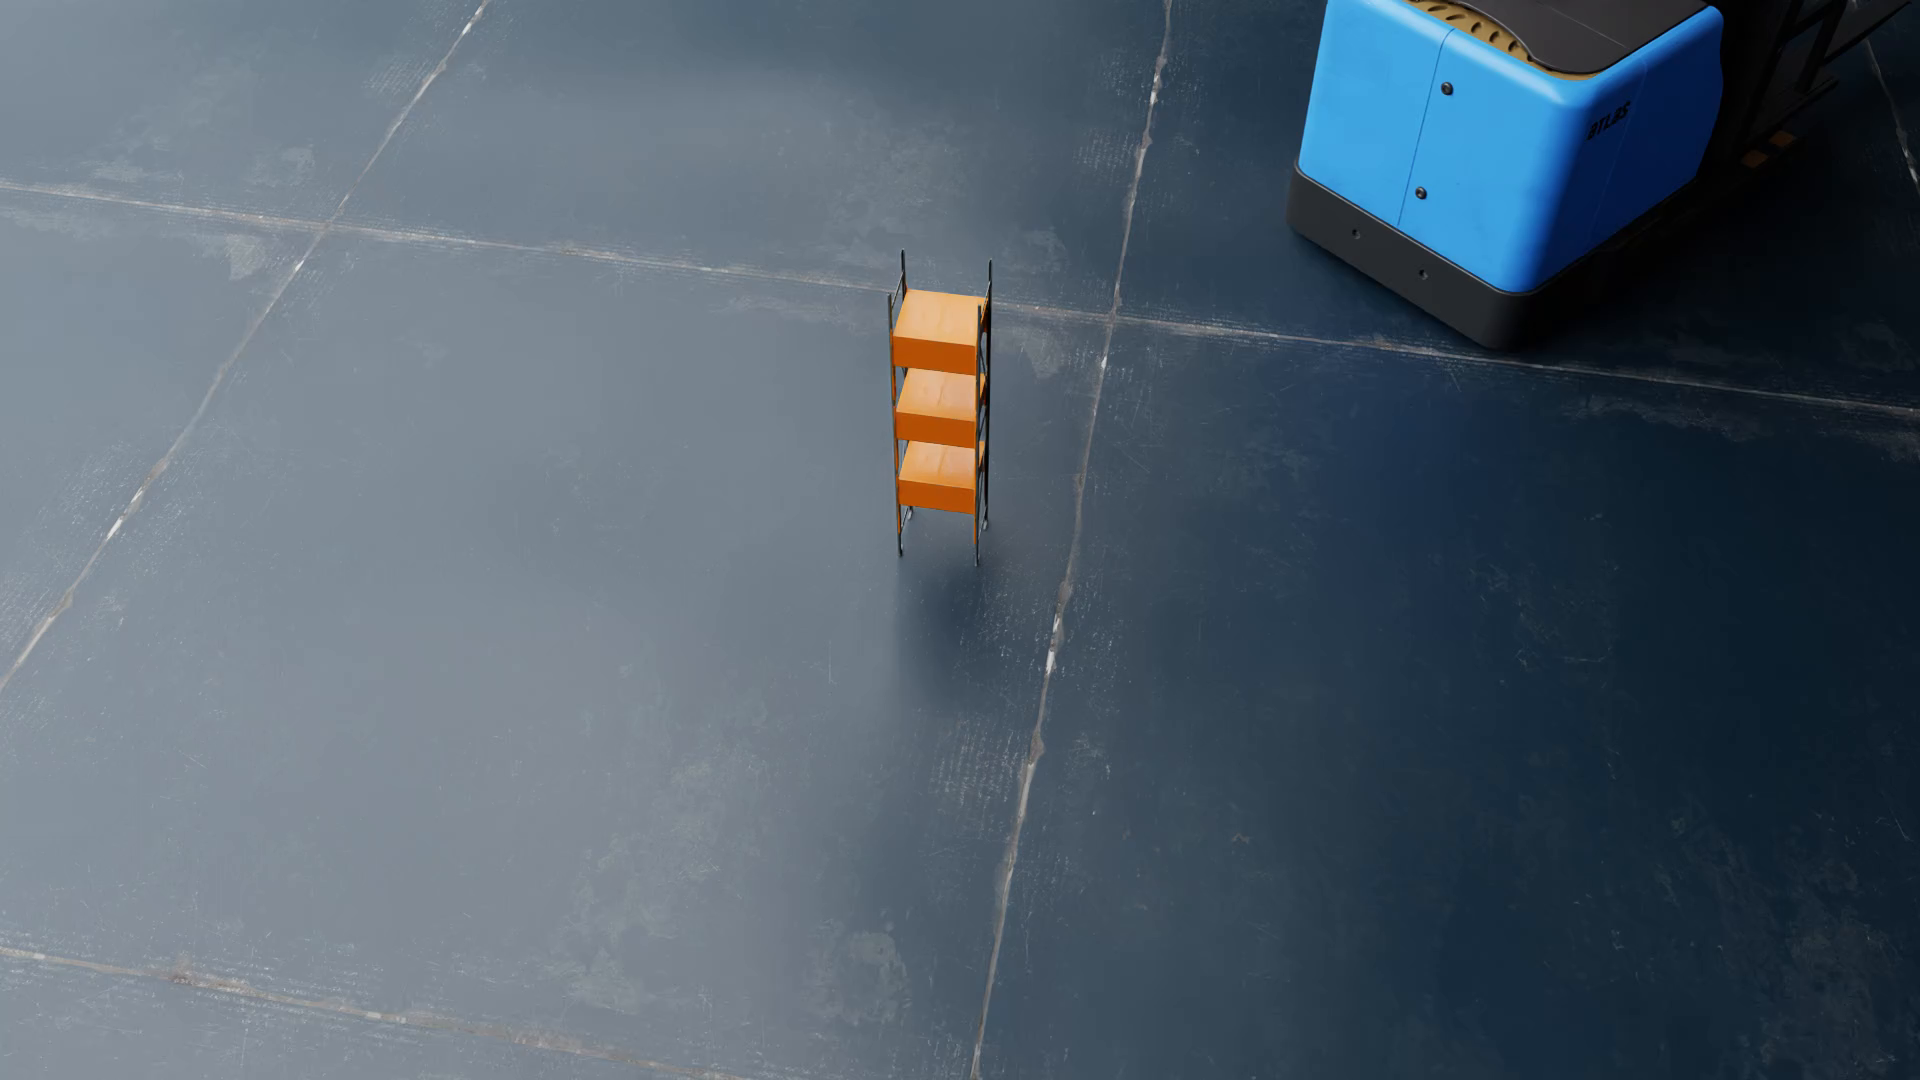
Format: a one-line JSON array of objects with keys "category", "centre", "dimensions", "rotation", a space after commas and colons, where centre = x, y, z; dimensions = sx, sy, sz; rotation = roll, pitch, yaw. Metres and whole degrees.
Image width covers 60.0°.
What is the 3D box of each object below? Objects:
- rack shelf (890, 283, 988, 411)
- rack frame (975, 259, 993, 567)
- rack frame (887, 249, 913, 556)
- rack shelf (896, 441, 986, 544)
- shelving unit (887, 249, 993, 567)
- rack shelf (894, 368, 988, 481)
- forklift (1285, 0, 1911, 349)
[{"category": "rack shelf", "centre": [-0.053, -0.541, 4.663], "dimensions": [0.240, 0.259, 0.215], "rotation": [8, 49, 7]}, {"category": "rack frame", "centre": [0.067, -0.342, 4.851], "dimensions": [0.008, 1.050, 0.200], "rotation": [8, 49, 7]}, {"category": "rack frame", "centre": [-0.173, -0.374, 4.880], "dimensions": [0.008, 1.050, 0.200], "rotation": [8, 49, 7]}, {"category": "rack shelf", "centre": [-0.053, -0.165, 5.080], "dimensions": [0.240, 0.259, 0.215], "rotation": [8, 49, 7]}, {"category": "shelving unit", "centre": [-0.053, -0.358, 4.866], "dimensions": [0.252, 1.050, 0.215], "rotation": [8, 49, 7]}, {"category": "rack shelf", "centre": [-0.053, -0.351, 4.874], "dimensions": [0.240, 0.259, 0.215], "rotation": [8, 49, 7]}, {"category": "forklift", "centre": [2.663, -2.588, 5.605], "dimensions": [3.031, 2.935, 1.130], "rotation": [-33, 56, -26]}]
